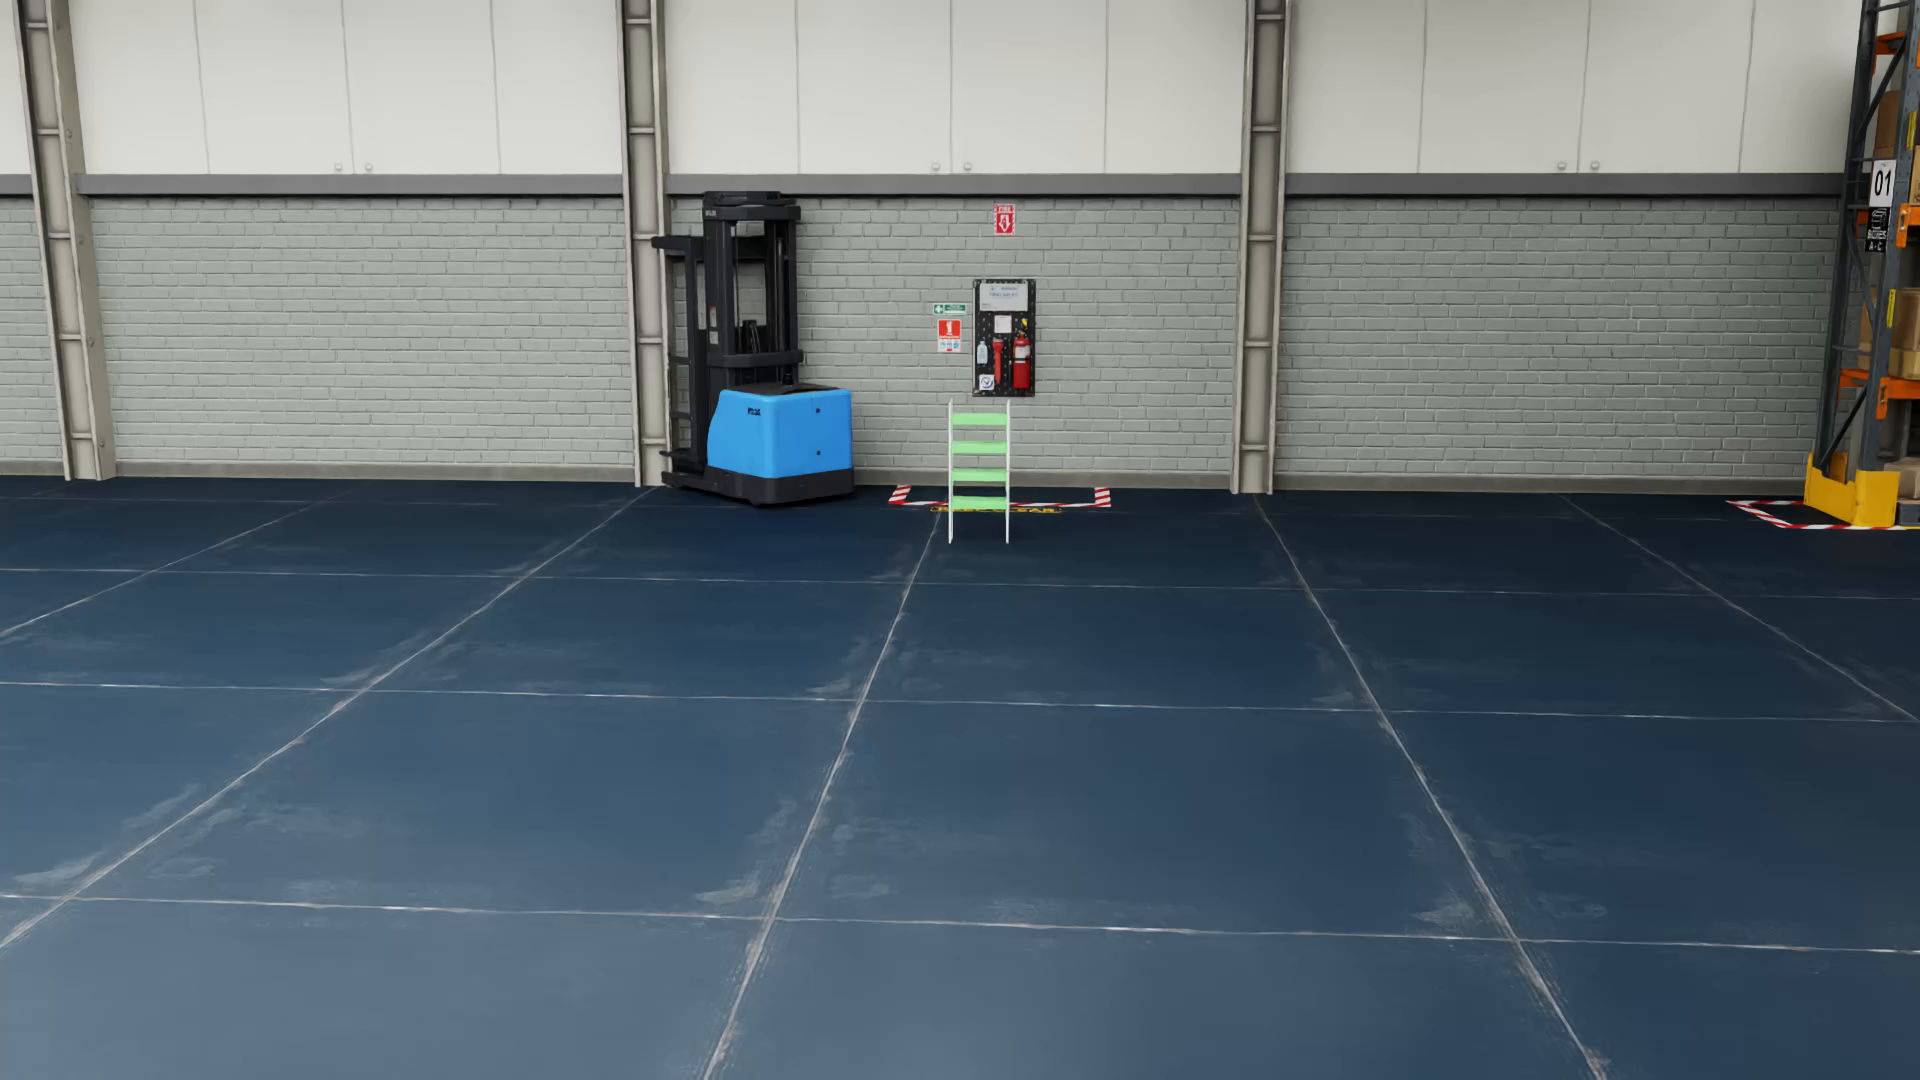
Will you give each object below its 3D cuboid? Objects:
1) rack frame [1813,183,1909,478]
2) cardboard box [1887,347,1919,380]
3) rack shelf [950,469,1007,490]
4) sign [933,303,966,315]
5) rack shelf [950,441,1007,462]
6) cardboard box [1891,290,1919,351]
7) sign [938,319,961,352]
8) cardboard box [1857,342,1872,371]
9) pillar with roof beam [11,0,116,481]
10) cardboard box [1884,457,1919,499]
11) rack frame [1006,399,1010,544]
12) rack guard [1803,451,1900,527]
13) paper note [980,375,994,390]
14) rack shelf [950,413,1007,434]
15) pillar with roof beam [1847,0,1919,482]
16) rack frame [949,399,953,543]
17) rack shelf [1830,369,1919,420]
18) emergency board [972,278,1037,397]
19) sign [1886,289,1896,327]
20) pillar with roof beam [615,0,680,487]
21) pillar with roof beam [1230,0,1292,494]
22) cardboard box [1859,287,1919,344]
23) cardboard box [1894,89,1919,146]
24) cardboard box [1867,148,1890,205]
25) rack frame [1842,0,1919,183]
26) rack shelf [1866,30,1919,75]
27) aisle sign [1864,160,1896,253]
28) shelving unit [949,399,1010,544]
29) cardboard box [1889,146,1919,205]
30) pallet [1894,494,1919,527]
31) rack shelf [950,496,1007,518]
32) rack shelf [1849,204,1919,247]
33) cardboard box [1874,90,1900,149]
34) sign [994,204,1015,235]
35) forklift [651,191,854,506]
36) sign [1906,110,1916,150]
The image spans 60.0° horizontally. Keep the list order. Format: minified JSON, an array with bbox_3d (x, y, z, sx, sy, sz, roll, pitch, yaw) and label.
[{"bbox_3d":[8.133,-1.704,15.086,0.127,3.000,1.000,1,12,4],"label":"rack frame"},{"bbox_3d":[8.599,-1.568,14.757,0.500,0.250,0.500,0,12,2],"label":"cardboard box"},{"bbox_3d":[0.165,-0.522,14.147,0.480,0.148,0.258,1,12,4],"label":"rack shelf"},{"bbox_3d":[-0.101,-2.298,16.546,0.331,0.109,0.001,1,12,4],"label":"sign"},{"bbox_3d":[0.165,-0.757,14.098,0.480,0.148,0.258,1,12,4],"label":"rack shelf"},{"bbox_3d":[8.589,-1.939,14.698,0.500,0.500,0.500,1,12,4],"label":"cardboard box"},{"bbox_3d":[-0.105,-2.040,16.609,0.234,0.329,0.001,1,12,4],"label":"sign"},{"bbox_3d":[8.612,-1.673,15.258,0.500,0.250,0.500,1,12,5],"label":"cardboard box"},{"bbox_3d":[-9.358,-4.174,12.243,0.400,9.000,9.100,1,12,4],"label":"pillar with roof beam"},{"bbox_3d":[8.817,-0.575,15.183,0.500,0.311,0.500,-1,12,-3],"label":"cardboard box"},{"bbox_3d":[0.409,-0.582,14.118,0.015,1.200,0.240,1,12,4],"label":"rack frame"},{"bbox_3d":[8.209,-0.479,15.337,0.348,0.500,1.175,1,12,4],"label":"rack guard"},{"bbox_3d":[0.267,-1.580,16.645,0.142,0.148,0.016,1,12,4],"label":"paper note"},{"bbox_3d":[0.165,-0.992,14.049,0.480,0.148,0.258,1,12,4],"label":"rack shelf"},{"bbox_3d":[8.602,-3.928,11.066,0.400,9.000,9.100,1,12,4],"label":"pillar with roof beam"},{"bbox_3d":[-0.078,-0.588,14.150,0.015,1.200,0.240,1,12,4],"label":"rack frame"},{"bbox_3d":[10.128,-1.324,15.029,4.000,0.370,1.077,1,12,4],"label":"rack shelf"},{"bbox_3d":[0.439,-1.994,16.476,0.643,1.169,0.194,1,12,4],"label":"emergency board"},{"bbox_3d":[8.097,-2.016,14.467,0.005,0.325,0.100,1,12,4],"label":"sign"},{"bbox_3d":[-3.372,-4.092,11.851,0.400,9.000,9.100,1,12,4],"label":"pillar with roof beam"},{"bbox_3d":[2.615,-4.010,11.459,0.400,9.000,9.100,1,12,4],"label":"pillar with roof beam"},{"bbox_3d":[8.617,-2.044,15.199,0.500,0.500,0.500,1,12,3],"label":"cardboard box"},{"bbox_3d":[8.501,-3.665,14.402,0.500,0.500,0.500,0,12,0],"label":"cardboard box"},{"bbox_3d":[8.566,-3.276,14.986,0.500,0.500,0.500,2,12,8],"label":"cardboard box"},{"bbox_3d":[8.133,-4.640,14.471,0.127,3.000,1.000,1,12,4],"label":"rack frame"},{"bbox_3d":[10.128,-4.259,14.415,4.000,0.370,1.077,1,12,4],"label":"rack shelf"},{"bbox_3d":[8.041,-2.916,14.531,0.004,0.787,0.394,1,12,4],"label":"aisle sign"},{"bbox_3d":[0.165,-0.585,14.134,0.503,1.200,0.258,1,12,4],"label":"shelving unit"},{"bbox_3d":[8.450,-3.175,14.500,0.500,0.500,0.500,1,12,5],"label":"cardboard box"},{"bbox_3d":[9.017,-0.319,15.279,1.213,0.211,1.003,1,12,4],"label":"pallet"},{"bbox_3d":[0.165,-0.288,14.197,0.480,0.148,0.258,1,12,4],"label":"rack shelf"},{"bbox_3d":[10.128,-2.792,14.721,4.000,0.370,1.077,1,12,4],"label":"rack shelf"},{"bbox_3d":[8.581,-3.767,14.891,0.500,0.500,0.500,1,12,6],"label":"cardboard box"},{"bbox_3d":[0.438,-3.149,16.337,0.199,0.298,0.001,1,12,4],"label":"sign"},{"bbox_3d":[-2.370,-1.998,16.660,1.130,2.935,3.031,-10,15,-40],"label":"forklift"},{"bbox_3d":[8.097,-3.489,14.159,0.005,0.325,0.100,1,12,4],"label":"sign"}]
